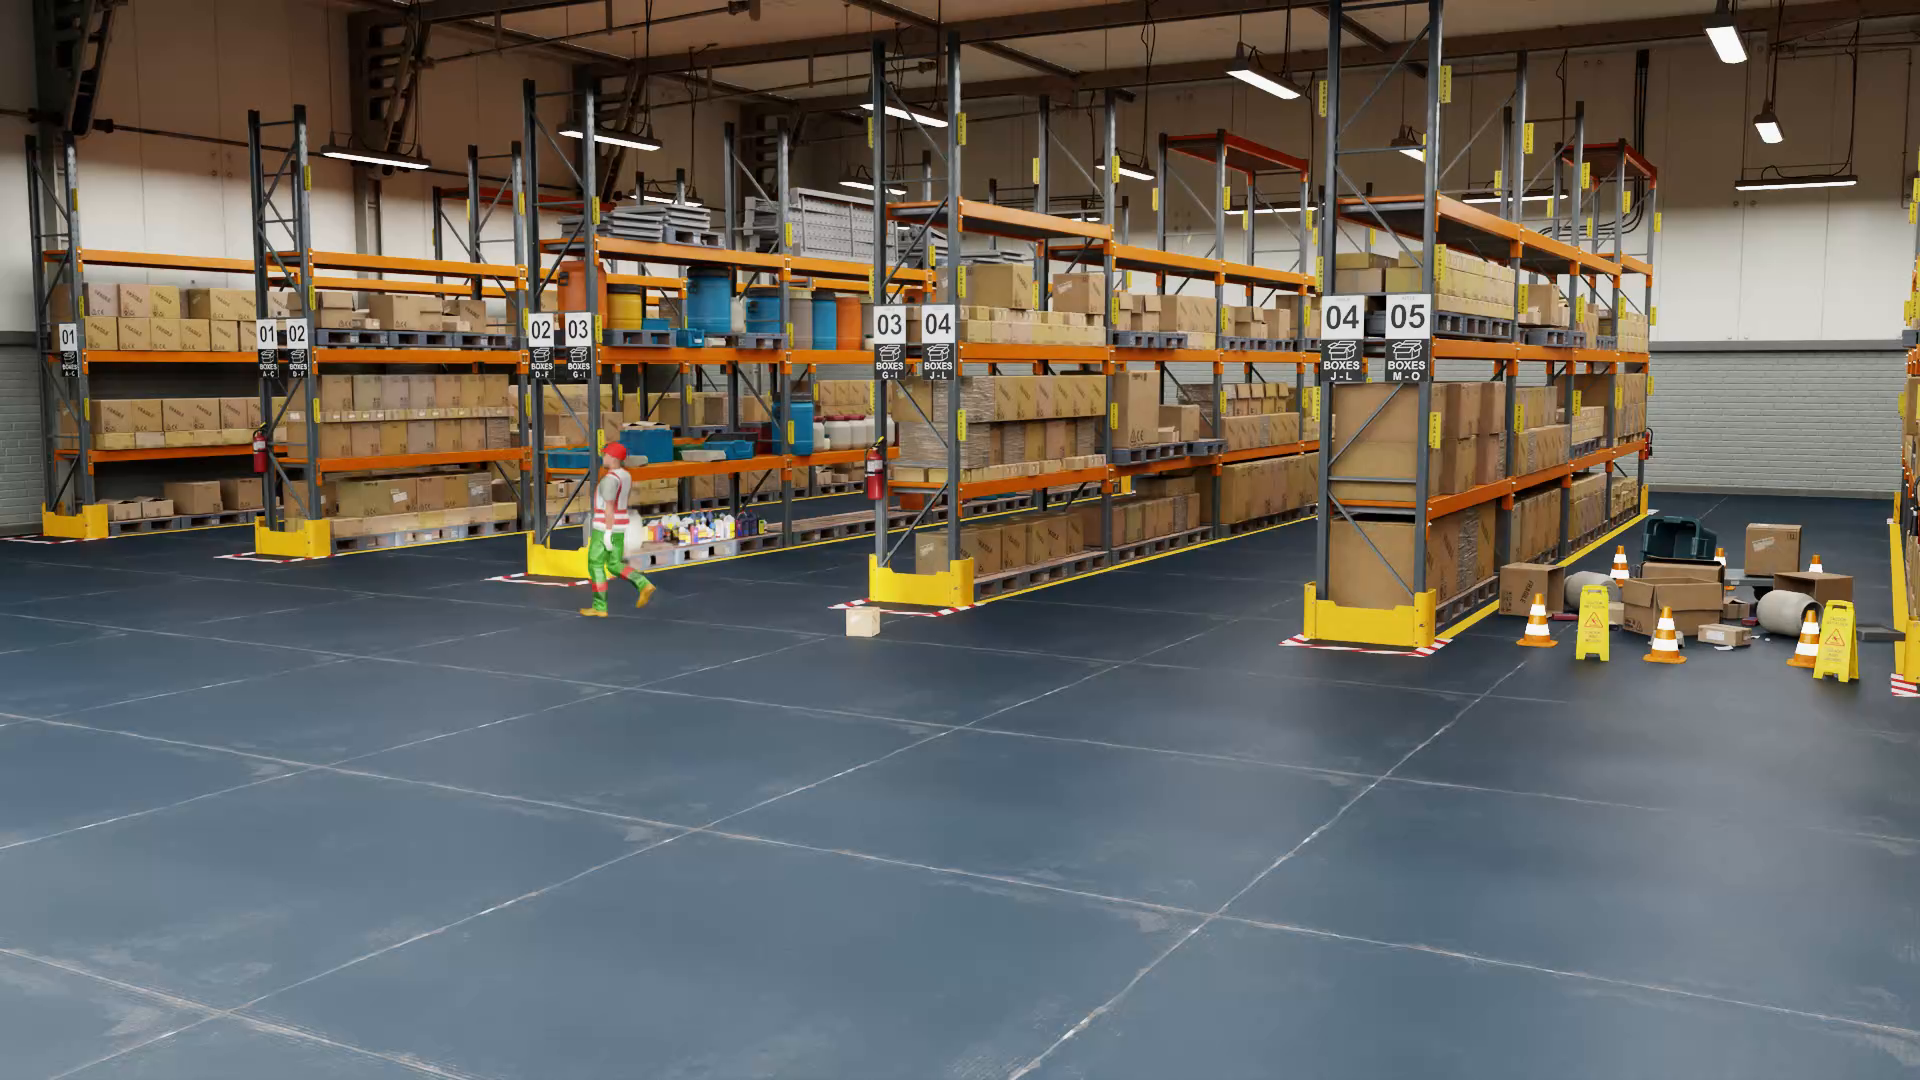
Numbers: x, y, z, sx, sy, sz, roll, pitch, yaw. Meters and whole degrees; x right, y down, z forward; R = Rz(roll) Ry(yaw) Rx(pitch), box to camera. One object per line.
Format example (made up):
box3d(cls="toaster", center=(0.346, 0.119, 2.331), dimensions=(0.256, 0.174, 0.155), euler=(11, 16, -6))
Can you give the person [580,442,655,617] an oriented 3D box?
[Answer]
box3d(cls="person", center=(-3.495, -0.106, 16.855), dimensions=(0.757, 1.766, 0.539), euler=(2, 6, 17))
